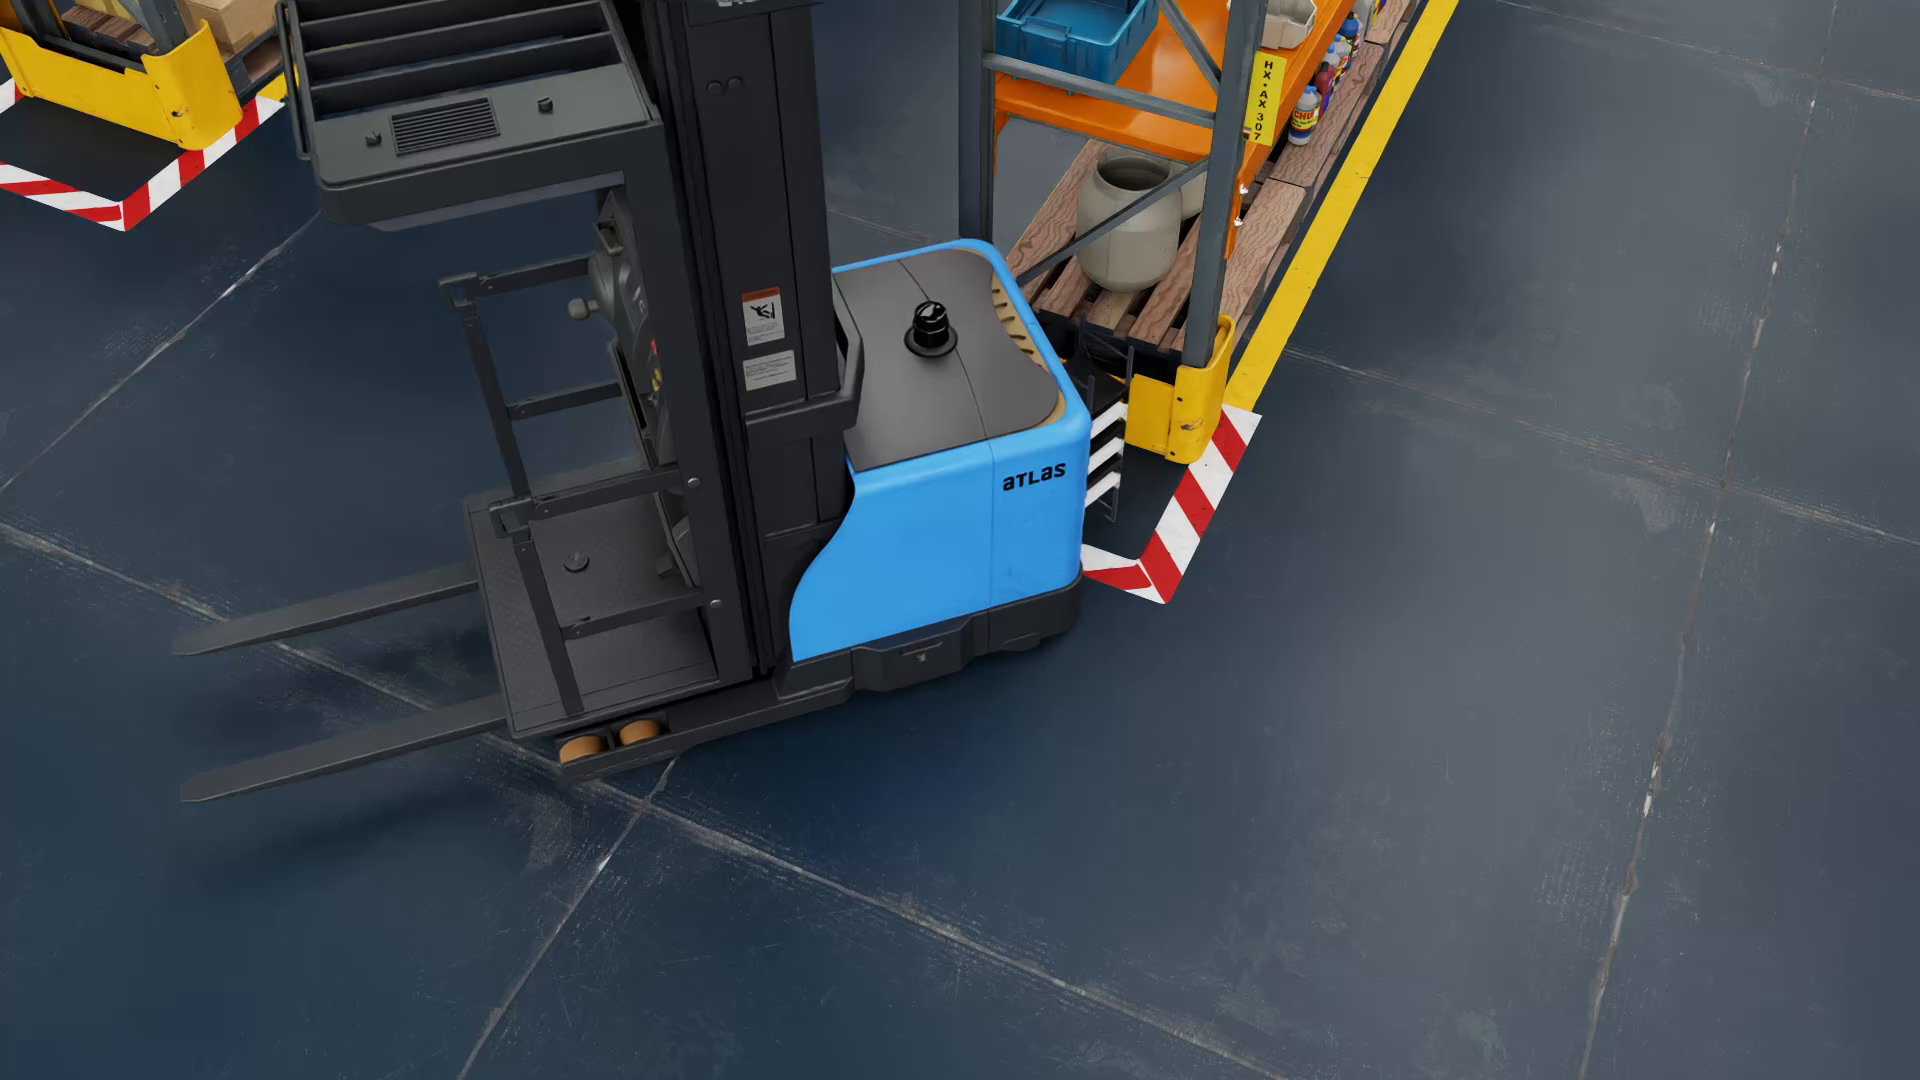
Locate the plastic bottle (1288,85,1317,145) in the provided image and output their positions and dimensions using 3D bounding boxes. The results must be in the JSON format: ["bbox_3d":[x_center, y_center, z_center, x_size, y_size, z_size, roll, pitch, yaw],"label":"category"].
[{"bbox_3d":[1.528,-1.899,7.399,0.097,0.271,0.097,0,50,0],"label":"plastic bottle"}]

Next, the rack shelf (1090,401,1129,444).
[{"bbox_3d":[0.431,-0.461,5.858,0.258,0.077,0.200,37,59,27],"label":"rack shelf"}]

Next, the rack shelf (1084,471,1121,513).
[{"bbox_3d":[0.431,-0.227,6.133,0.258,0.077,0.200,37,59,27],"label":"rack shelf"}]

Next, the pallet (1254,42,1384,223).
[{"bbox_3d":[1.336,-2.052,7.857,1.003,0.211,1.213,20,52,16],"label":"pallet"}]

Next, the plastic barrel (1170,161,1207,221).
[{"bbox_3d":[0.898,-1.646,7.039,0.421,0.512,0.421,0,50,0],"label":"plastic barrel"}]

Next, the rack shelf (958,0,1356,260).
[{"bbox_3d":[1.326,-2.637,6.997,1.077,0.370,4.000,20,52,16],"label":"rack shelf"}]

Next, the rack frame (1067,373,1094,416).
[{"bbox_3d":[0.360,-0.310,5.923,0.240,0.900,0.006,37,59,27],"label":"rack frame"}]

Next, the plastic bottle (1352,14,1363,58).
[{"bbox_3d":[1.847,-2.391,7.863,0.097,0.201,0.097,0,50,0],"label":"plastic bottle"}]

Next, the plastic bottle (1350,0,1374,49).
[{"bbox_3d":[1.873,-2.505,7.912,0.152,0.276,0.135,21,53,17],"label":"plastic bottle"}]

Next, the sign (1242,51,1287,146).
[{"bbox_3d":[0.967,-1.401,5.291,0.100,0.325,0.005,20,52,16],"label":"sign"}]

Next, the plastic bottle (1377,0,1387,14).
[{"bbox_3d":[2.052,-2.715,8.085,0.061,0.283,0.133,23,53,18],"label":"plastic bottle"}]

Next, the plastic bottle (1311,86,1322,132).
[{"bbox_3d":[1.572,-1.947,7.486,0.097,0.201,0.097,0,50,0],"label":"plastic bottle"}]

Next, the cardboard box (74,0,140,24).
[{"bbox_3d":[-4.044,-2.818,8.208,0.500,0.250,0.500,20,52,16],"label":"cardboard box"}]

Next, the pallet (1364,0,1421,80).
[{"bbox_3d":[1.856,-2.895,8.575,1.003,0.211,1.213,20,52,16],"label":"pallet"}]

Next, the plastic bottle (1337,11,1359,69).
[{"bbox_3d":[1.803,-2.343,7.777,0.097,0.271,0.097,0,50,0],"label":"plastic bottle"}]

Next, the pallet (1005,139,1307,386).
[{"bbox_3d":[0.813,-1.215,7.145,1.003,0.211,1.213,20,52,16],"label":"pallet"}]

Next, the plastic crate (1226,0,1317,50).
[{"bbox_3d":[1.145,-1.919,6.087,0.298,0.136,0.250,20,52,16],"label":"plastic crate"}]

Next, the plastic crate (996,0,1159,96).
[{"bbox_3d":[0.415,-1.887,5.984,0.499,0.251,0.616,20,52,16],"label":"plastic crate"}]

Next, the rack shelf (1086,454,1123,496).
[{"bbox_3d":[0.431,-0.286,6.064,0.258,0.077,0.200,37,59,27],"label":"rack shelf"}]

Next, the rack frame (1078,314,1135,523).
[{"bbox_3d":[0.503,-0.421,6.017,0.240,0.900,0.006,37,59,27],"label":"rack frame"}]

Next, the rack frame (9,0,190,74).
[{"bbox_3d":[-4.006,-3.107,6.925,1.000,3.000,0.127,20,52,16],"label":"rack frame"}]

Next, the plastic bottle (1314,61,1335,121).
[{"bbox_3d":[1.641,-2.052,7.522,0.061,0.283,0.133,21,53,17],"label":"plastic bottle"}]

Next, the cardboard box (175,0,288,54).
[{"bbox_3d":[-3.575,-2.649,8.064,0.500,0.250,0.500,20,52,16],"label":"cardboard box"}]

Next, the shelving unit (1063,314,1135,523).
[{"bbox_3d":[0.431,-0.366,5.970,0.258,0.900,0.210,37,59,27],"label":"shelving unit"}]

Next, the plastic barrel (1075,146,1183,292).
[{"bbox_3d":[0.683,-1.301,6.745,0.421,0.512,0.421,0,50,0],"label":"plastic barrel"}]

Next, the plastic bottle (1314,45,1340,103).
[{"bbox_3d":[1.674,-2.135,7.599,0.097,0.271,0.097,0,50,0],"label":"plastic bottle"}]

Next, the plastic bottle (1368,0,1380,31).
[{"bbox_3d":[1.946,-2.640,7.977,0.144,0.351,0.185,19,52,16],"label":"plastic bottle"}]

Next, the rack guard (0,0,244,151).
[{"bbox_3d":[-4.016,-2.281,7.862,1.175,0.500,0.348,20,52,16],"label":"rack guard"}]

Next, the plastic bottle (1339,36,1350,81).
[{"bbox_3d":[1.759,-2.249,7.743,0.097,0.201,0.097,0,50,0],"label":"plastic bottle"}]

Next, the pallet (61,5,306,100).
[{"bbox_3d":[-3.717,-2.744,8.446,1.003,0.211,1.213,20,52,16],"label":"pallet"}]

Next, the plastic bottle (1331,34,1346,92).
[{"bbox_3d":[1.717,-2.204,7.658,0.097,0.271,0.097,0,50,0],"label":"plastic bottle"}]

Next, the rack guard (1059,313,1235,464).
[{"bbox_3d":[0.461,-0.751,6.561,1.175,0.500,0.348,20,52,16],"label":"rack guard"}]

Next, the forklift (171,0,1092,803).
[{"bbox_3d":[-1.146,-0.598,4.834,3.031,2.935,1.130,-15,51,-12],"label":"forklift"}]

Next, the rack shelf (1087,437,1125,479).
[{"bbox_3d":[0.431,-0.344,5.995,0.258,0.077,0.200,37,59,27],"label":"rack shelf"}]

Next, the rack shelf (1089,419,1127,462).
[{"bbox_3d":[0.431,-0.402,5.927,0.258,0.077,0.200,37,59,27],"label":"rack shelf"}]

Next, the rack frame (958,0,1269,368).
[{"bbox_3d":[0.471,-1.493,5.551,1.000,3.000,0.127,20,52,16],"label":"rack frame"}]

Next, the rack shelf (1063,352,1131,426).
[{"bbox_3d":[0.431,-0.519,5.790,0.258,0.077,0.200,37,59,27],"label":"rack shelf"}]
